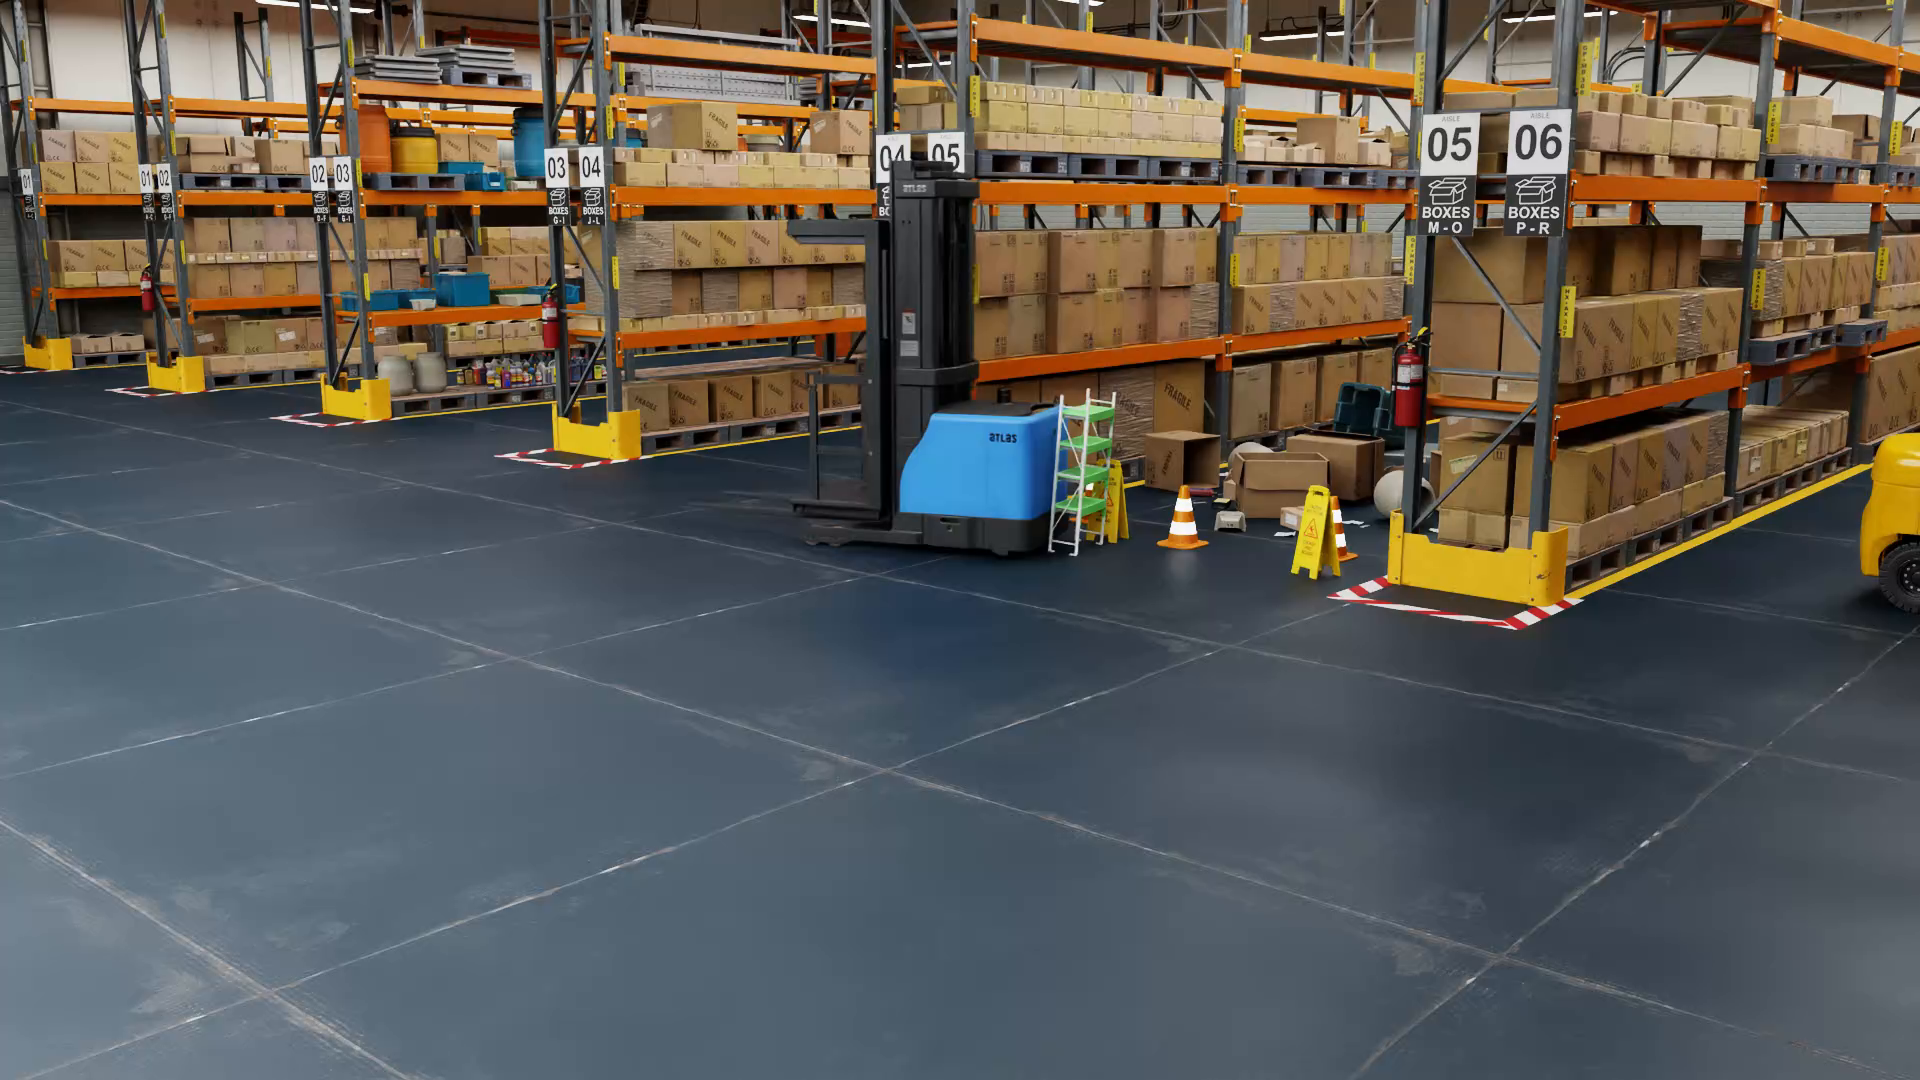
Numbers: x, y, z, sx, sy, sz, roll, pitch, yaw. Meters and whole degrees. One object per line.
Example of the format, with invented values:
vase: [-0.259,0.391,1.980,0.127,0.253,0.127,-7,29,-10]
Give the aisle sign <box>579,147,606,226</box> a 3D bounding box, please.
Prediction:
aisle sign: [-3.768,-3.621,17.045,0.394,0.787,0.004,10,15,40]

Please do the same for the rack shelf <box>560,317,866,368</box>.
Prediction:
rack shelf: [-2.633,-2.336,19.083,1.077,0.370,4.000,10,15,40]

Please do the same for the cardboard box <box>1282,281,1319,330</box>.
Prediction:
cardboard box: [3.561,-2.566,18.143,0.500,0.500,0.500,10,15,40]

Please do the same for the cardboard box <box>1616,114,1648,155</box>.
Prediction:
cardboard box: [4.363,-2.769,11.379,0.500,0.250,0.500,9,15,40]

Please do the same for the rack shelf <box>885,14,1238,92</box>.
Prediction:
rack shelf: [1.026,-4.425,15.250,1.077,0.370,4.000,10,15,40]

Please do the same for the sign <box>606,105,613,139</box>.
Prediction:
sign: [-3.545,-4.224,16.809,0.100,0.325,0.005,10,15,40]

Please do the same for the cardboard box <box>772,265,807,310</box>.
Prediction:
cardboard box: [-2.267,-2.964,19.377,0.875,0.500,0.500,10,15,40]

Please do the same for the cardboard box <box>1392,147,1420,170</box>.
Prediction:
cardboard box: [5.564,-4.485,20.092,0.500,0.500,0.500,10,15,40]

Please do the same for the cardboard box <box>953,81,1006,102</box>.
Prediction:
cardboard box: [0.166,-3.740,13.896,0.380,0.149,0.250,10,15,41]

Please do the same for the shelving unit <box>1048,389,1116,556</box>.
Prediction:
shelving unit: [0.936,-0.524,12.728,0.258,1.200,0.503,10,15,26]

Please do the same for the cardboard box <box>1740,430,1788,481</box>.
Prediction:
cardboard box: [6.948,-0.802,15.207,0.950,0.372,0.625,11,16,44]

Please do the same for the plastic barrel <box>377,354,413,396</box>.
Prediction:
plastic barrel: [-7.296,-2.127,21.483,0.421,0.512,0.421,0,11,0]

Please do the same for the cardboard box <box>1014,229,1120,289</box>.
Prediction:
cardboard box: [0.998,-2.643,15.646,0.875,0.550,0.500,10,15,40]

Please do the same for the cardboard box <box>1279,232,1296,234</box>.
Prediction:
cardboard box: [5.147,-4.786,27.222,0.500,0.500,0.500,9,15,39]

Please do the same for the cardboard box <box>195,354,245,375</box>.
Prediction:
cardboard box: [-10.871,-2.583,24.434,0.500,0.250,0.500,10,15,40]

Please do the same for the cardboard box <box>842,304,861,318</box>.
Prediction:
cardboard box: [-1.406,-2.754,19.984,0.380,0.149,0.250,10,15,40]

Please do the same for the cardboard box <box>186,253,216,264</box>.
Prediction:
cardboard box: [-10.971,-4.073,24.031,0.380,0.149,0.250,10,15,40]

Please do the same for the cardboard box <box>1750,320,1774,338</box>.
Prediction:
cardboard box: [6.734,-1.825,14.257,0.380,0.149,0.250,10,15,41]

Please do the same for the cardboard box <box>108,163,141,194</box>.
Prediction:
cardboard box: [-13.986,-6.013,27.695,0.500,0.500,0.500,11,16,43]

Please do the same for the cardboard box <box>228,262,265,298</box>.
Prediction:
cardboard box: [-10.731,-3.869,24.671,0.700,0.500,0.500,10,15,42]

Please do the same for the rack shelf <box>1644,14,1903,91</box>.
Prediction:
rack shelf: [7.452,-4.389,15.066,1.077,0.370,4.000,10,15,40]

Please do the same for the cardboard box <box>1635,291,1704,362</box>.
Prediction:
cardboard box: [5.351,-1.645,12.775,0.500,0.500,0.500,10,15,42]

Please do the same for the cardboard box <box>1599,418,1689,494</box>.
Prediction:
cardboard box: [5.272,-0.655,12.864,0.500,0.500,0.500,11,16,43]

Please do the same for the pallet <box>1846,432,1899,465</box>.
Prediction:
pallet: [9.349,-1.029,17.823,1.003,0.211,1.213,10,15,40]

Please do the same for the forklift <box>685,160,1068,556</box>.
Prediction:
forklift: [-0.708,-1.473,13.103,3.031,2.935,1.130,4,12,20]

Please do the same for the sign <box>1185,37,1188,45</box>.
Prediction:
sign: [3.568,-7.713,26.062,0.100,0.325,0.005,10,15,40]

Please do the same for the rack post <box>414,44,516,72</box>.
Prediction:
rack post: [-6.418,-6.228,21.613,0.937,0.300,0.954,9,15,39]

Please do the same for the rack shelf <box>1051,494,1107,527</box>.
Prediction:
rack shelf: [0.917,-0.229,12.797,0.258,0.148,0.480,10,15,26]

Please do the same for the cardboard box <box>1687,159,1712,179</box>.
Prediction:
cardboard box: [5.462,-2.814,12.623,0.380,0.149,0.250,10,15,42]

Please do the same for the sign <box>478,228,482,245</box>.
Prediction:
sign: [-9.421,-5.953,32.602,0.100,0.325,0.005,10,15,40]

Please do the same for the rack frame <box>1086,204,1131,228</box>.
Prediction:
rack frame: [2.888,-5.389,32.532,1.000,3.000,0.127,10,15,40]

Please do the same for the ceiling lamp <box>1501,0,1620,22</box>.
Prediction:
ceiling lamp: [10.285,-10.620,28.502,2.000,3.185,0.800,10,15,40]

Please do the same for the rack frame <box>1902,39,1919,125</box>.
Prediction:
rack frame: [11.413,-5.820,19.376,1.000,3.000,0.127,10,15,40]

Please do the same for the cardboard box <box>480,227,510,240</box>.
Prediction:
cardboard box: [-9.322,-6.103,33.126,0.500,0.250,0.500,10,15,42]

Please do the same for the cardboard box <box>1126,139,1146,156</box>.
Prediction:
cardboard box: [1.507,-3.647,15.466,0.380,0.149,0.250,10,15,40]

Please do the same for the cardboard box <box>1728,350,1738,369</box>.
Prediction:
cardboard box: [6.148,-1.491,13.662,0.380,0.149,0.250,10,15,40]

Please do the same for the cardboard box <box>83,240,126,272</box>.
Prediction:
cardboard box: [-14.241,-4.722,27.613,0.500,0.500,0.500,10,15,41]

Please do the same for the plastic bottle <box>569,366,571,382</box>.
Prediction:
plastic bottle: [-5.445,-2.317,22.966,0.133,0.283,0.061,-11,16,-44]

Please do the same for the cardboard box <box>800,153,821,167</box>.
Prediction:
cardboard box: [-1.818,-4.371,19.143,0.380,0.149,0.250,9,15,39]

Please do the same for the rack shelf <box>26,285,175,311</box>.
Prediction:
rack shelf: [-13.795,-4.257,28.703,1.077,0.370,4.000,10,15,40]

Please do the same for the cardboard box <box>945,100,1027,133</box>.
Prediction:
cardboard box: [0.218,-3.574,14.085,0.500,0.250,0.500,10,15,40]

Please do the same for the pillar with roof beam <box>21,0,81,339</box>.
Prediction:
pillar with roof beam: [-12.069,-6.916,24.860,9.100,9.000,0.400,10,15,40]

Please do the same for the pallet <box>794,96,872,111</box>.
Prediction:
pallet: [-1.893,-6.967,26.620,1.213,0.211,1.003,10,15,40]

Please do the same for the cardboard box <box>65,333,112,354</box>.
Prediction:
cardboard box: [-14.591,-3.303,27.830,0.500,0.311,0.500,8,14,34]

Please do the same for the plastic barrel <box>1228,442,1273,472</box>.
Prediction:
plastic barrel: [2.750,-0.698,15.625,0.421,0.421,0.512,-2,11,-9]

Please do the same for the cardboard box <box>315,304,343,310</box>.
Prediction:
cardboard box: [-11.713,-4.437,31.113,0.500,0.250,0.500,9,15,39]

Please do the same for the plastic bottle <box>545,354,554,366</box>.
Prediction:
plastic bottle: [-5.769,-2.456,23.489,0.144,0.351,0.185,10,15,40]

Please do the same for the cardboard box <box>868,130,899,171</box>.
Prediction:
cardboard box: [-0.928,-4.767,20.423,0.797,0.503,0.637,9,14,38]

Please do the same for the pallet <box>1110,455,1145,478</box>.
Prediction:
pallet: [1.786,-0.857,16.965,1.003,0.211,1.213,10,15,40]

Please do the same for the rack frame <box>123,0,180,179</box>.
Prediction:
rack frame: [-11.392,-6.617,23.367,1.000,3.000,0.127,10,15,40]

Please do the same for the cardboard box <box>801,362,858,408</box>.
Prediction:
cardboard box: [-1.607,-1.909,20.421,0.500,0.500,0.500,9,15,39]

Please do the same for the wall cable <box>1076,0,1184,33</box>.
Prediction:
wall cable: [3.805,-12.832,37.902,3.097,2.526,0.112,10,15,40]

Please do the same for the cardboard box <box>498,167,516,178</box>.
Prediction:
cardboard box: [-7.443,-6.141,27.950,0.500,0.250,0.500,8,14,36]

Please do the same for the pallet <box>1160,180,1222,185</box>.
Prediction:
pallet: [3.400,-5.395,25.397,0.805,0.209,1.217,9,14,38]

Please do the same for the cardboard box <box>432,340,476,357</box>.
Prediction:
cardboard box: [-8.299,-3.149,27.266,0.500,0.250,0.500,9,15,39]

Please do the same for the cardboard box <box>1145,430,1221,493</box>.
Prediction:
cardboard box: [2.093,-0.741,15.638,0.500,0.500,0.500,-9,14,-38]
